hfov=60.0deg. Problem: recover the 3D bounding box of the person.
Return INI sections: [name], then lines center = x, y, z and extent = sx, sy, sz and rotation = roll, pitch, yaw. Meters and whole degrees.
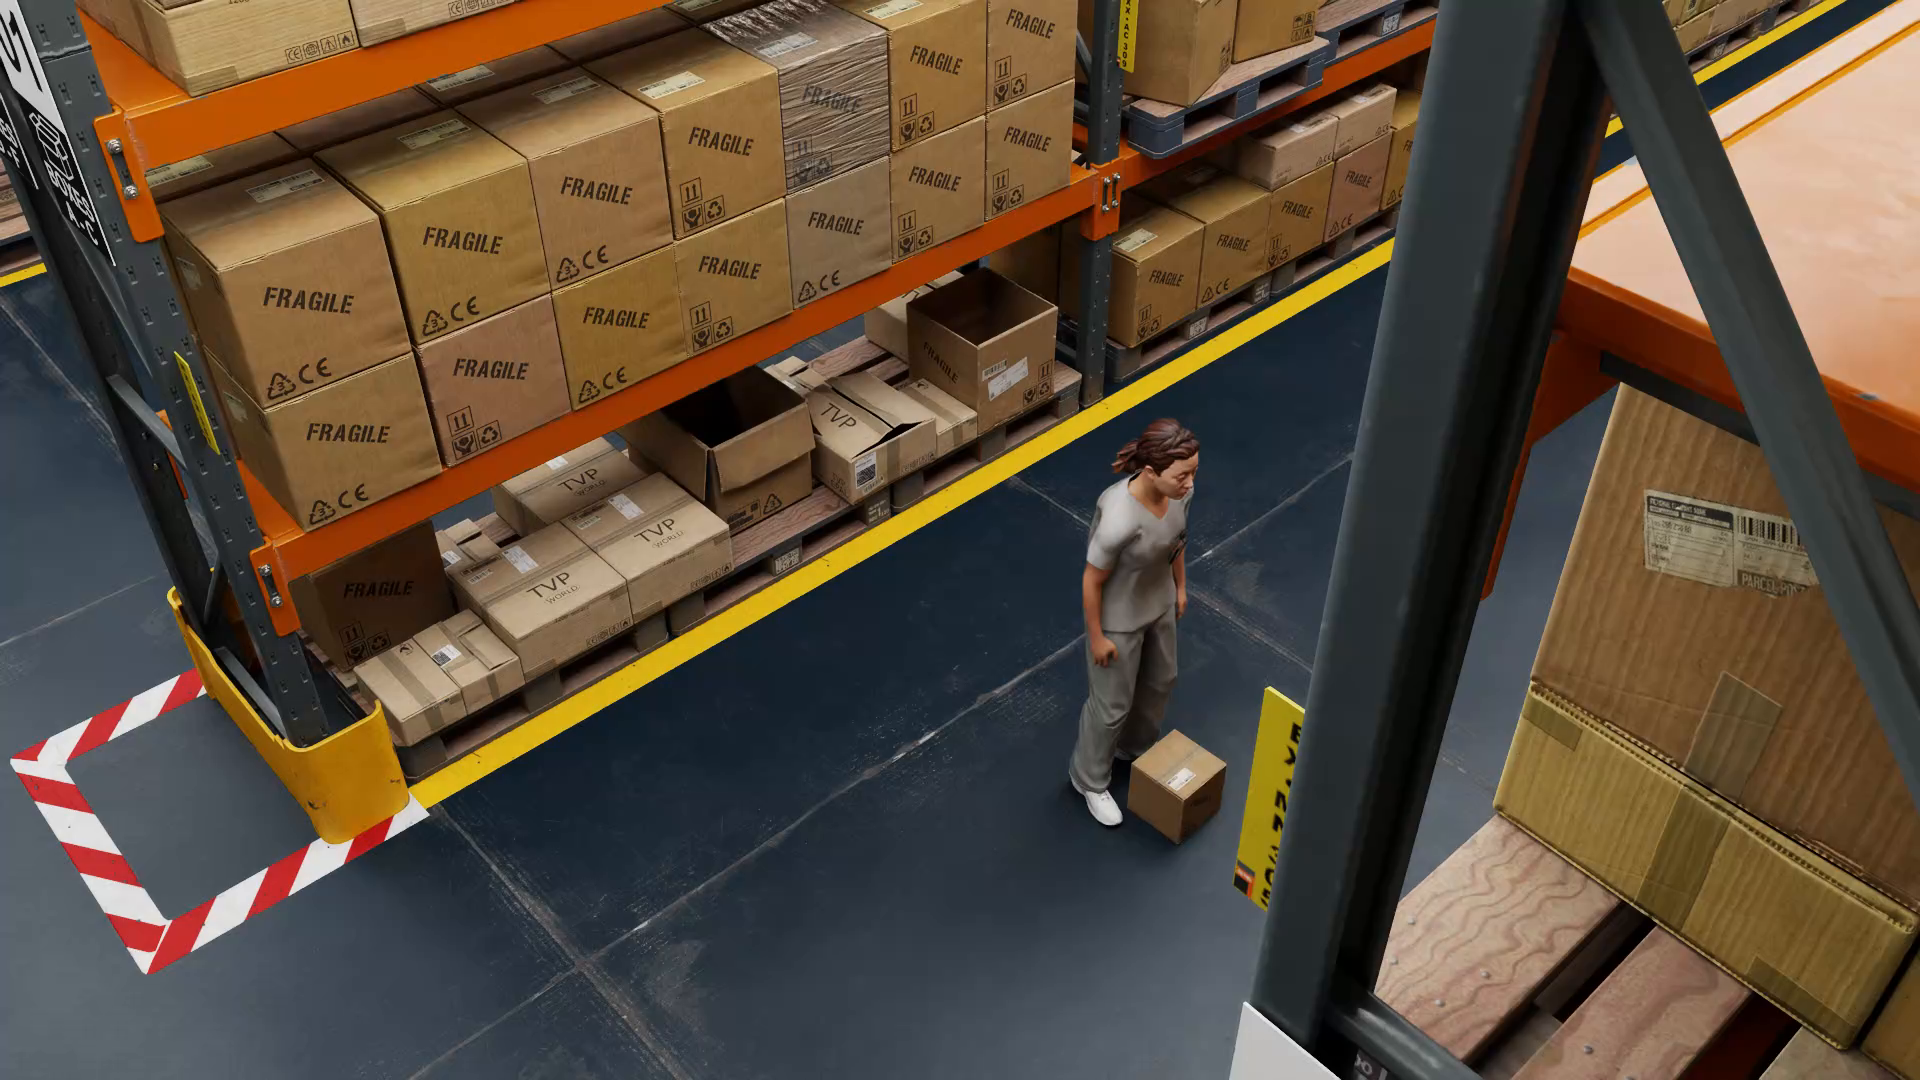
[person]
center = 0.621, 0.259, 5.849
extent = 0.485, 1.672, 0.359
rotation = -31, 49, -32
